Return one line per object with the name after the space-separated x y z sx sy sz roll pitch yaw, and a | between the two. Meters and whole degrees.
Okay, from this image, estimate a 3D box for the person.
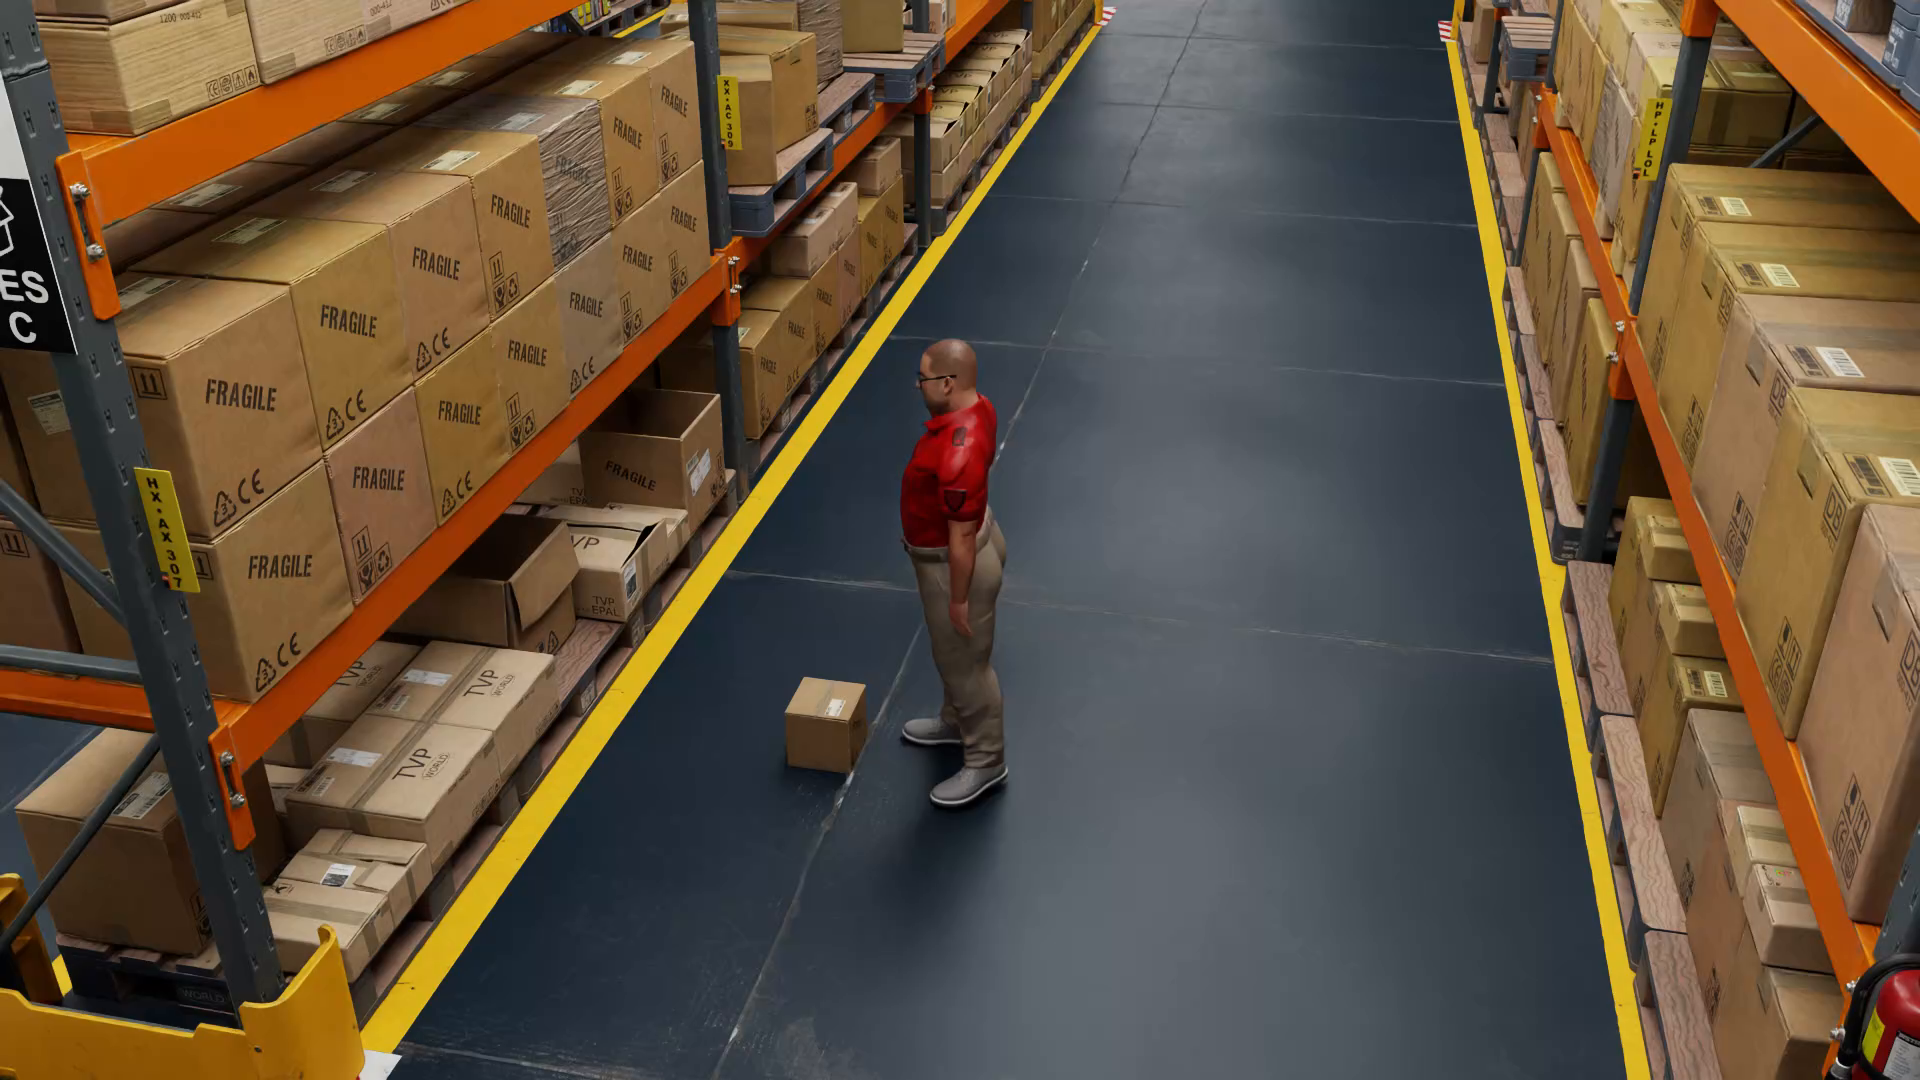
-0.026 0.092 5.942 0.439 1.730 0.593 3 29 6 | person
